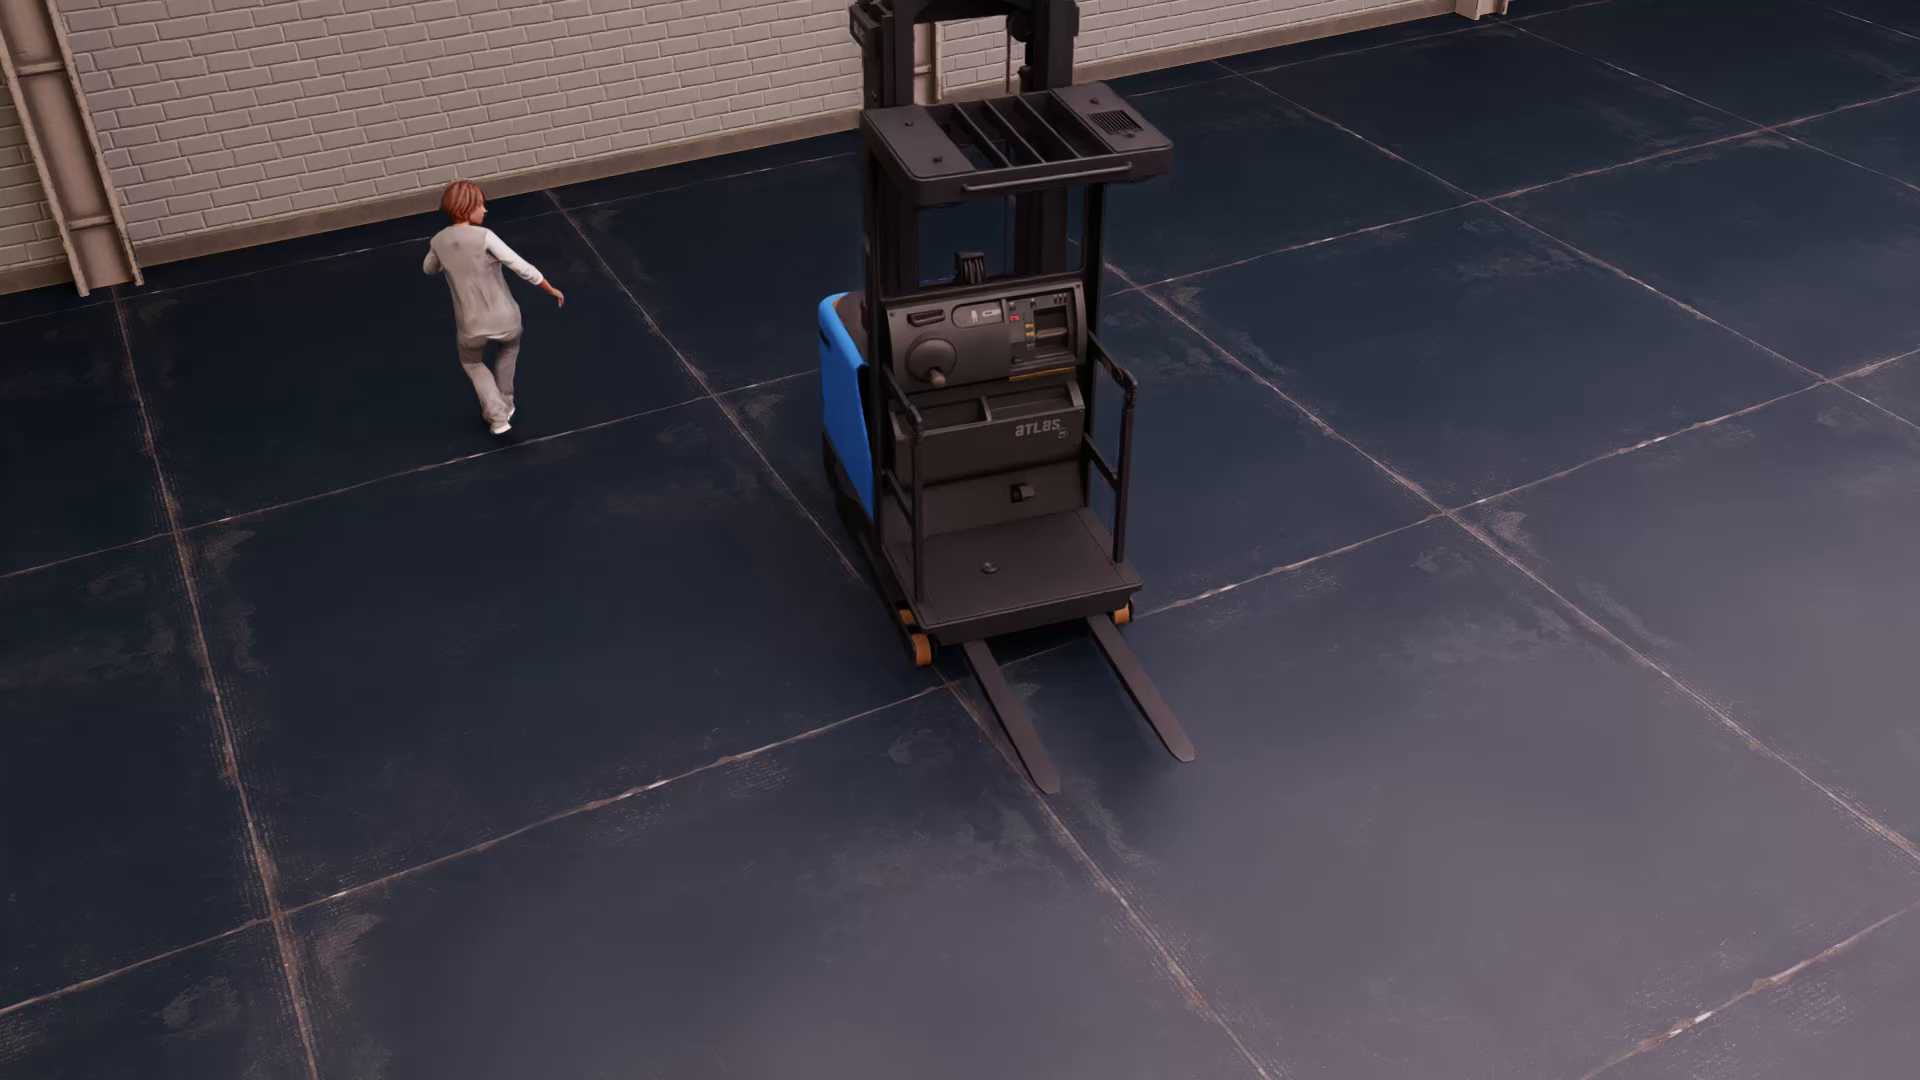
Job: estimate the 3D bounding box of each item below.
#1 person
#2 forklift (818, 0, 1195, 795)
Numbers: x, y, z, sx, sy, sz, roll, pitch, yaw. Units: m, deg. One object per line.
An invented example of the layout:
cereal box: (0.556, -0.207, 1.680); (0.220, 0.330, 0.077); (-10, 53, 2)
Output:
person: (-2.566, -1.295, 9.224); (0.738, 1.482, 0.758); (-4, 35, -6)
forklift: (0.196, -0.863, 7.344); (1.130, 2.935, 3.031); (-11, 37, -15)
